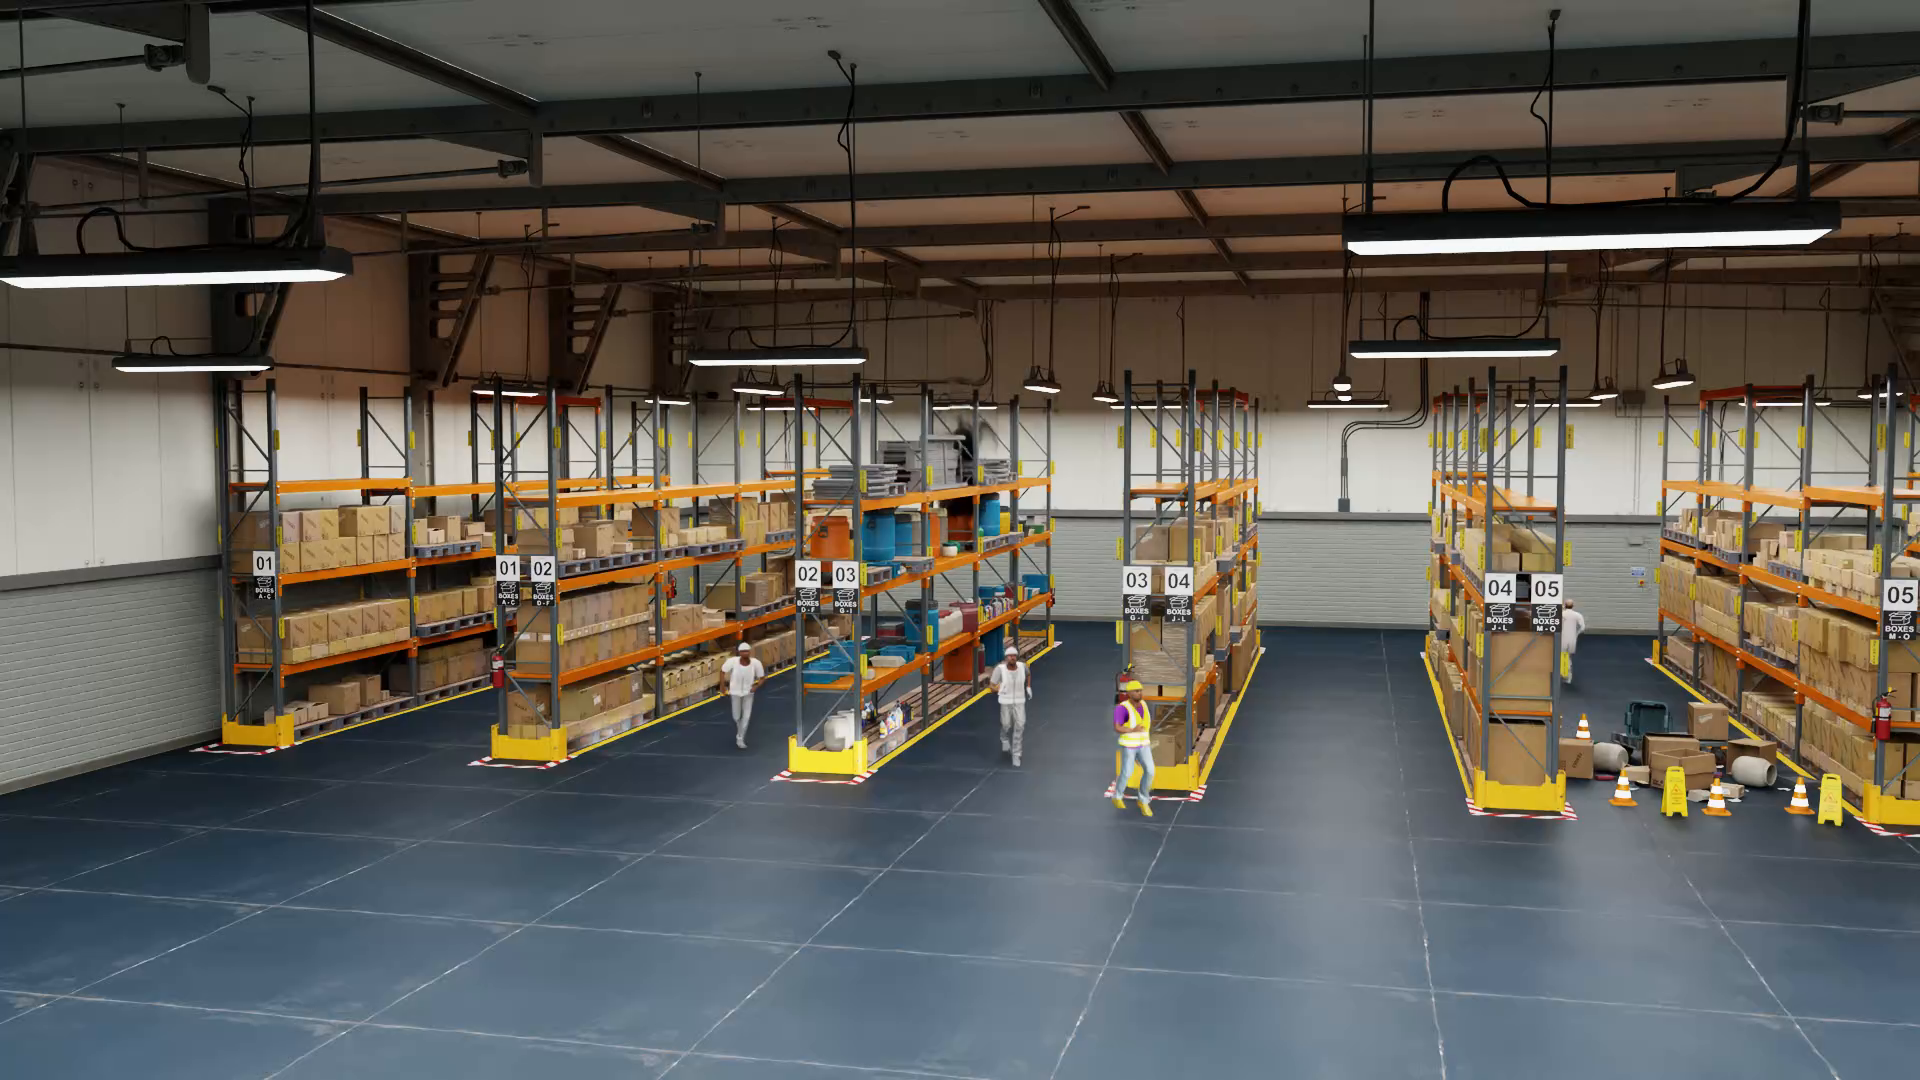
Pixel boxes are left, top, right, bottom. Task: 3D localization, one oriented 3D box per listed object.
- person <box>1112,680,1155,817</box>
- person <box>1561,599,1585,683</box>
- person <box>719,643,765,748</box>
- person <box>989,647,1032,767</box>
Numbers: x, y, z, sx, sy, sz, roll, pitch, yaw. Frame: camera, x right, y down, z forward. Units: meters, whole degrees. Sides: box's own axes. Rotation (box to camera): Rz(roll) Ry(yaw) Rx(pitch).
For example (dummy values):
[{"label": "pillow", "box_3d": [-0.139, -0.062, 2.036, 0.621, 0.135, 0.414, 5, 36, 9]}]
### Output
[{"label": "person", "box_3d": [2.323, 2.788, 22.233, 0.702, 1.839, 0.770, -2, 4, -30]}, {"label": "person", "box_3d": [12.516, 2.078, 34.342, 0.707, 1.739, 0.566, 0, 3, 4]}, {"label": "person", "box_3d": [-3.573, 2.527, 27.294, 0.741, 1.717, 0.698, 0, 3, -8]}, {"label": "person", "box_3d": [0.792, 2.572, 25.947, 0.703, 1.828, 0.948, -1, 3, -11]}]
